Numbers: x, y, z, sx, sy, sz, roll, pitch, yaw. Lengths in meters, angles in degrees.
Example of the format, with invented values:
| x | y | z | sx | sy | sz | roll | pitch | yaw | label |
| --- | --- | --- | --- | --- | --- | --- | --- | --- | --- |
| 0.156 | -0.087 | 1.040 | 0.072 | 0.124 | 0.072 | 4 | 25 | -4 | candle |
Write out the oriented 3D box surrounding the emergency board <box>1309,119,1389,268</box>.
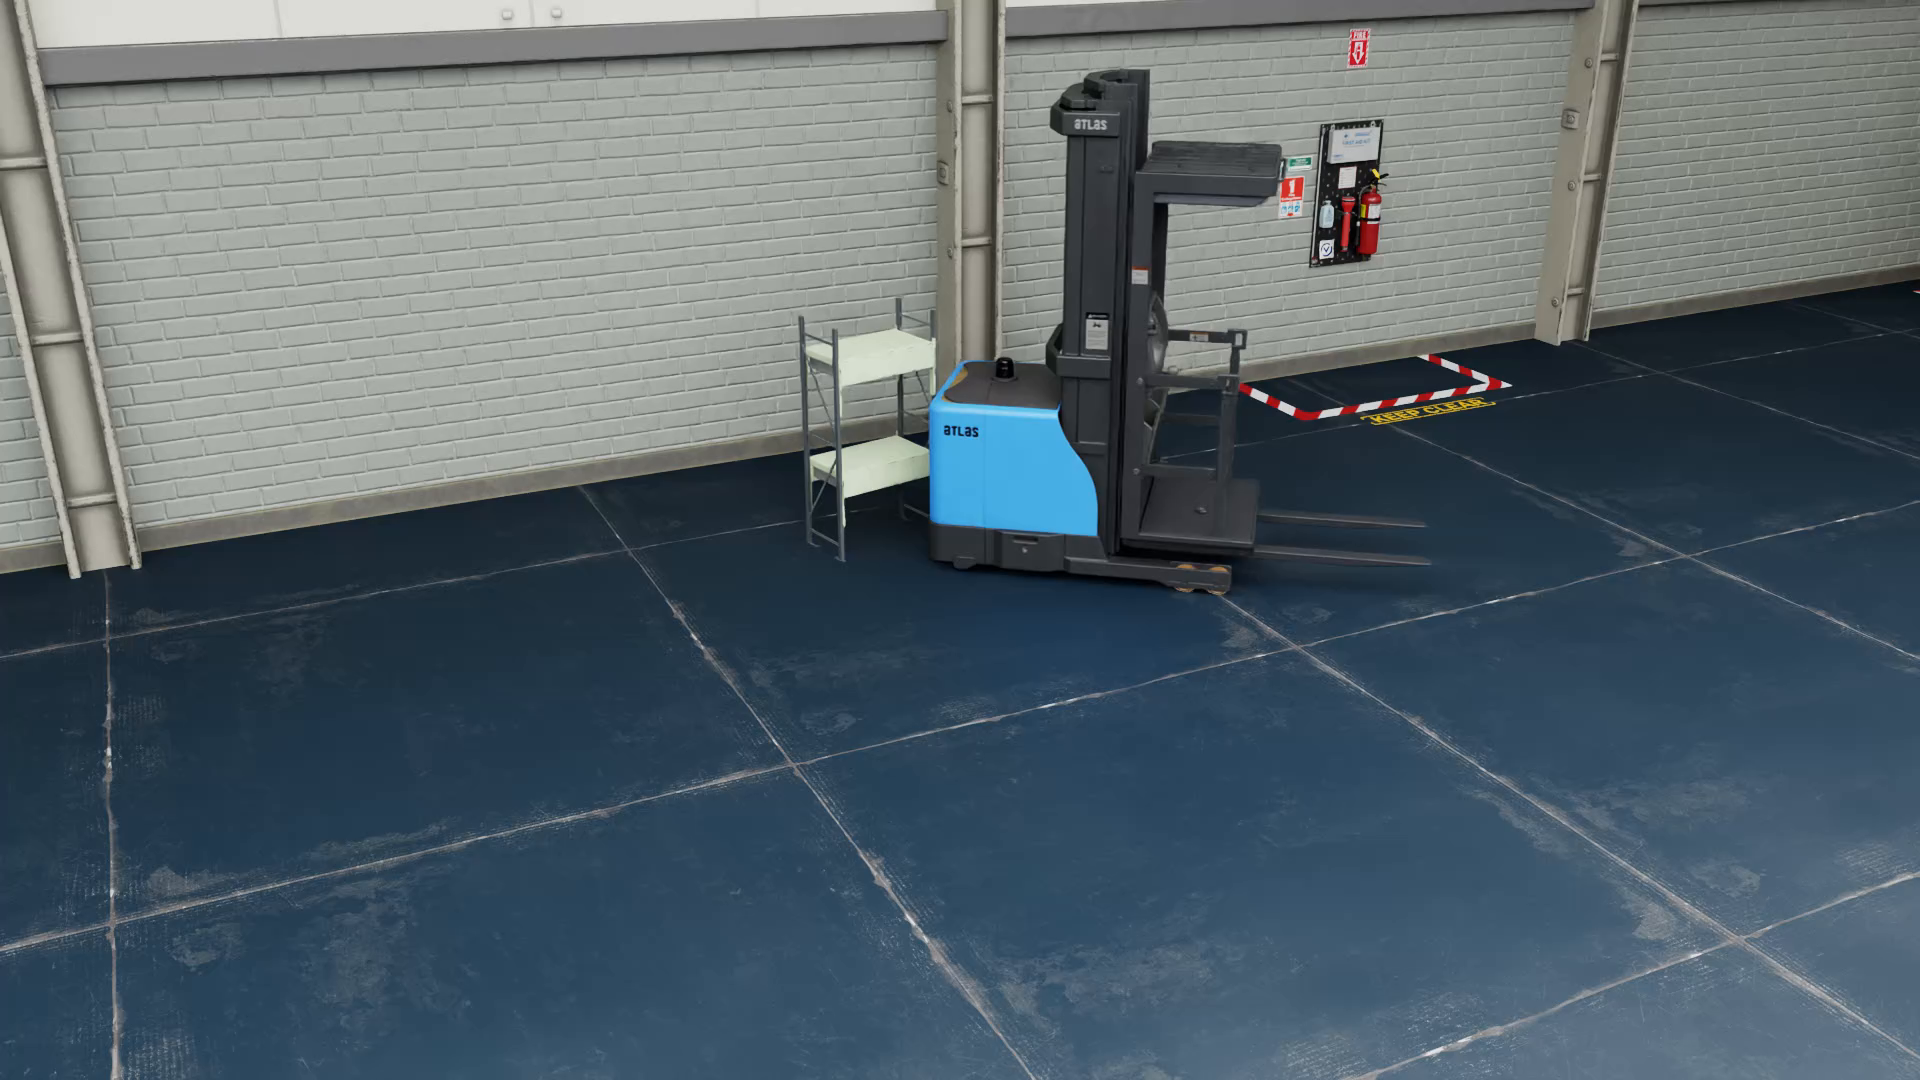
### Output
| x | y | z | sx | sy | sz | roll | pitch | yaw | label |
| --- | --- | --- | --- | --- | --- | --- | --- | --- | --- |
| 3.238 | -2.828 | 13.659 | 0.643 | 1.169 | 0.194 | -10 | 25 | -24 | emergency board |

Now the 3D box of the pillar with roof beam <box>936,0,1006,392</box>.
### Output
| x | y | z | sx | sy | sz | roll | pitch | yaw | label |
| --- | --- | --- | --- | --- | --- | --- | --- | --- | --- |
| 1.942 | -3.517 | 7.482 | 0.400 | 9.000 | 9.100 | -10 | 25 | -24 | pillar with roof beam |

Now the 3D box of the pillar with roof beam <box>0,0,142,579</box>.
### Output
| x | y | z | sx | sy | sz | roll | pitch | yaw | label |
| --- | --- | --- | --- | --- | --- | --- | --- | --- | --- |
| -3.464 | -2.522 | 5.077 | 0.400 | 9.000 | 9.100 | -10 | 25 | -24 | pillar with roof beam |

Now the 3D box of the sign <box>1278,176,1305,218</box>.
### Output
| x | y | z | sx | sy | sz | roll | pitch | yaw | label |
| --- | --- | --- | --- | --- | --- | --- | --- | --- | --- |
| 2.695 | -2.788 | 13.517 | 0.234 | 0.329 | 0.001 | -10 | 25 | -24 | sign |

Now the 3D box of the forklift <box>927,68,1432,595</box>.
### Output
| x | y | z | sx | sy | sz | roll | pitch | yaw | label |
| --- | --- | --- | --- | --- | --- | --- | --- | --- | --- |
| 1.369 | -1.247 | 9.930 | 3.031 | 2.935 | 1.130 | 4 | 23 | 11 | forklift |

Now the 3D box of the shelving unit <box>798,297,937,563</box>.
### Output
| x | y | z | sx | sy | sz | roll | pitch | yaw | label |
| --- | --- | --- | --- | --- | --- | --- | --- | --- | --- |
| -0.564 | -0.699 | 10.478 | 0.755 | 1.500 | 0.431 | -17 | 28 | -35 | shelving unit |

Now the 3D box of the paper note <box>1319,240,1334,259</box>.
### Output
| x | y | z | sx | sy | sz | roll | pitch | yaw | label |
| --- | --- | --- | --- | --- | --- | --- | --- | --- | --- |
| 3.049 | -2.415 | 13.814 | 0.142 | 0.148 | 0.016 | -10 | 25 | -24 | paper note |

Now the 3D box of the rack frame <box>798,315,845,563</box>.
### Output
| x | y | z | sx | sy | sz | roll | pitch | yaw | label |
| --- | --- | --- | --- | --- | --- | --- | --- | --- | --- |
| -0.853 | -0.613 | 10.270 | 0.023 | 1.500 | 0.400 | -17 | 28 | -35 | rack frame |

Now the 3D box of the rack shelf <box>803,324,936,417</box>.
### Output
| x | y | z | sx | sy | sz | roll | pitch | yaw | label |
| --- | --- | --- | --- | --- | --- | --- | --- | --- | --- |
| -0.564 | -1.060 | 10.328 | 0.720 | 0.370 | 0.431 | -17 | 28 | -35 | rack shelf |

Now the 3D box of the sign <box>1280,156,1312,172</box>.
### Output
| x | y | z | sx | sy | sz | roll | pitch | yaw | label |
| --- | --- | --- | --- | --- | --- | --- | --- | --- | --- |
| 2.703 | -3.031 | 13.410 | 0.331 | 0.109 | 0.001 | -10 | 25 | -24 | sign |

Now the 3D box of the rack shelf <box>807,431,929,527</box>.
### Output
| x | y | z | sx | sy | sz | roll | pitch | yaw | label |
| --- | --- | --- | --- | --- | --- | --- | --- | --- | --- |
| -0.564 | -0.398 | 10.602 | 0.720 | 0.370 | 0.431 | -17 | 28 | -35 | rack shelf |

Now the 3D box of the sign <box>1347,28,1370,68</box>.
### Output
| x | y | z | sx | sy | sz | roll | pitch | yaw | label |
| --- | --- | --- | --- | --- | --- | --- | --- | --- | --- |
| 3.188 | -3.932 | 13.296 | 0.199 | 0.298 | 0.001 | -10 | 25 | -24 | sign |

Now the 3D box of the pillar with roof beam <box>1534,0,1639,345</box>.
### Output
| x | y | z | sx | sy | sz | roll | pitch | yaw | label |
| --- | --- | --- | --- | --- | --- | --- | --- | --- | --- |
| 7.349 | -4.513 | 9.886 | 0.400 | 9.000 | 9.100 | -10 | 25 | -24 | pillar with roof beam |

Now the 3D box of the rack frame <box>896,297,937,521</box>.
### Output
| x | y | z | sx | sy | sz | roll | pitch | yaw | label |
| --- | --- | --- | --- | --- | --- | --- | --- | --- | --- |
| -0.275 | -0.785 | 10.685 | 0.023 | 1.500 | 0.400 | -17 | 28 | -35 | rack frame |
